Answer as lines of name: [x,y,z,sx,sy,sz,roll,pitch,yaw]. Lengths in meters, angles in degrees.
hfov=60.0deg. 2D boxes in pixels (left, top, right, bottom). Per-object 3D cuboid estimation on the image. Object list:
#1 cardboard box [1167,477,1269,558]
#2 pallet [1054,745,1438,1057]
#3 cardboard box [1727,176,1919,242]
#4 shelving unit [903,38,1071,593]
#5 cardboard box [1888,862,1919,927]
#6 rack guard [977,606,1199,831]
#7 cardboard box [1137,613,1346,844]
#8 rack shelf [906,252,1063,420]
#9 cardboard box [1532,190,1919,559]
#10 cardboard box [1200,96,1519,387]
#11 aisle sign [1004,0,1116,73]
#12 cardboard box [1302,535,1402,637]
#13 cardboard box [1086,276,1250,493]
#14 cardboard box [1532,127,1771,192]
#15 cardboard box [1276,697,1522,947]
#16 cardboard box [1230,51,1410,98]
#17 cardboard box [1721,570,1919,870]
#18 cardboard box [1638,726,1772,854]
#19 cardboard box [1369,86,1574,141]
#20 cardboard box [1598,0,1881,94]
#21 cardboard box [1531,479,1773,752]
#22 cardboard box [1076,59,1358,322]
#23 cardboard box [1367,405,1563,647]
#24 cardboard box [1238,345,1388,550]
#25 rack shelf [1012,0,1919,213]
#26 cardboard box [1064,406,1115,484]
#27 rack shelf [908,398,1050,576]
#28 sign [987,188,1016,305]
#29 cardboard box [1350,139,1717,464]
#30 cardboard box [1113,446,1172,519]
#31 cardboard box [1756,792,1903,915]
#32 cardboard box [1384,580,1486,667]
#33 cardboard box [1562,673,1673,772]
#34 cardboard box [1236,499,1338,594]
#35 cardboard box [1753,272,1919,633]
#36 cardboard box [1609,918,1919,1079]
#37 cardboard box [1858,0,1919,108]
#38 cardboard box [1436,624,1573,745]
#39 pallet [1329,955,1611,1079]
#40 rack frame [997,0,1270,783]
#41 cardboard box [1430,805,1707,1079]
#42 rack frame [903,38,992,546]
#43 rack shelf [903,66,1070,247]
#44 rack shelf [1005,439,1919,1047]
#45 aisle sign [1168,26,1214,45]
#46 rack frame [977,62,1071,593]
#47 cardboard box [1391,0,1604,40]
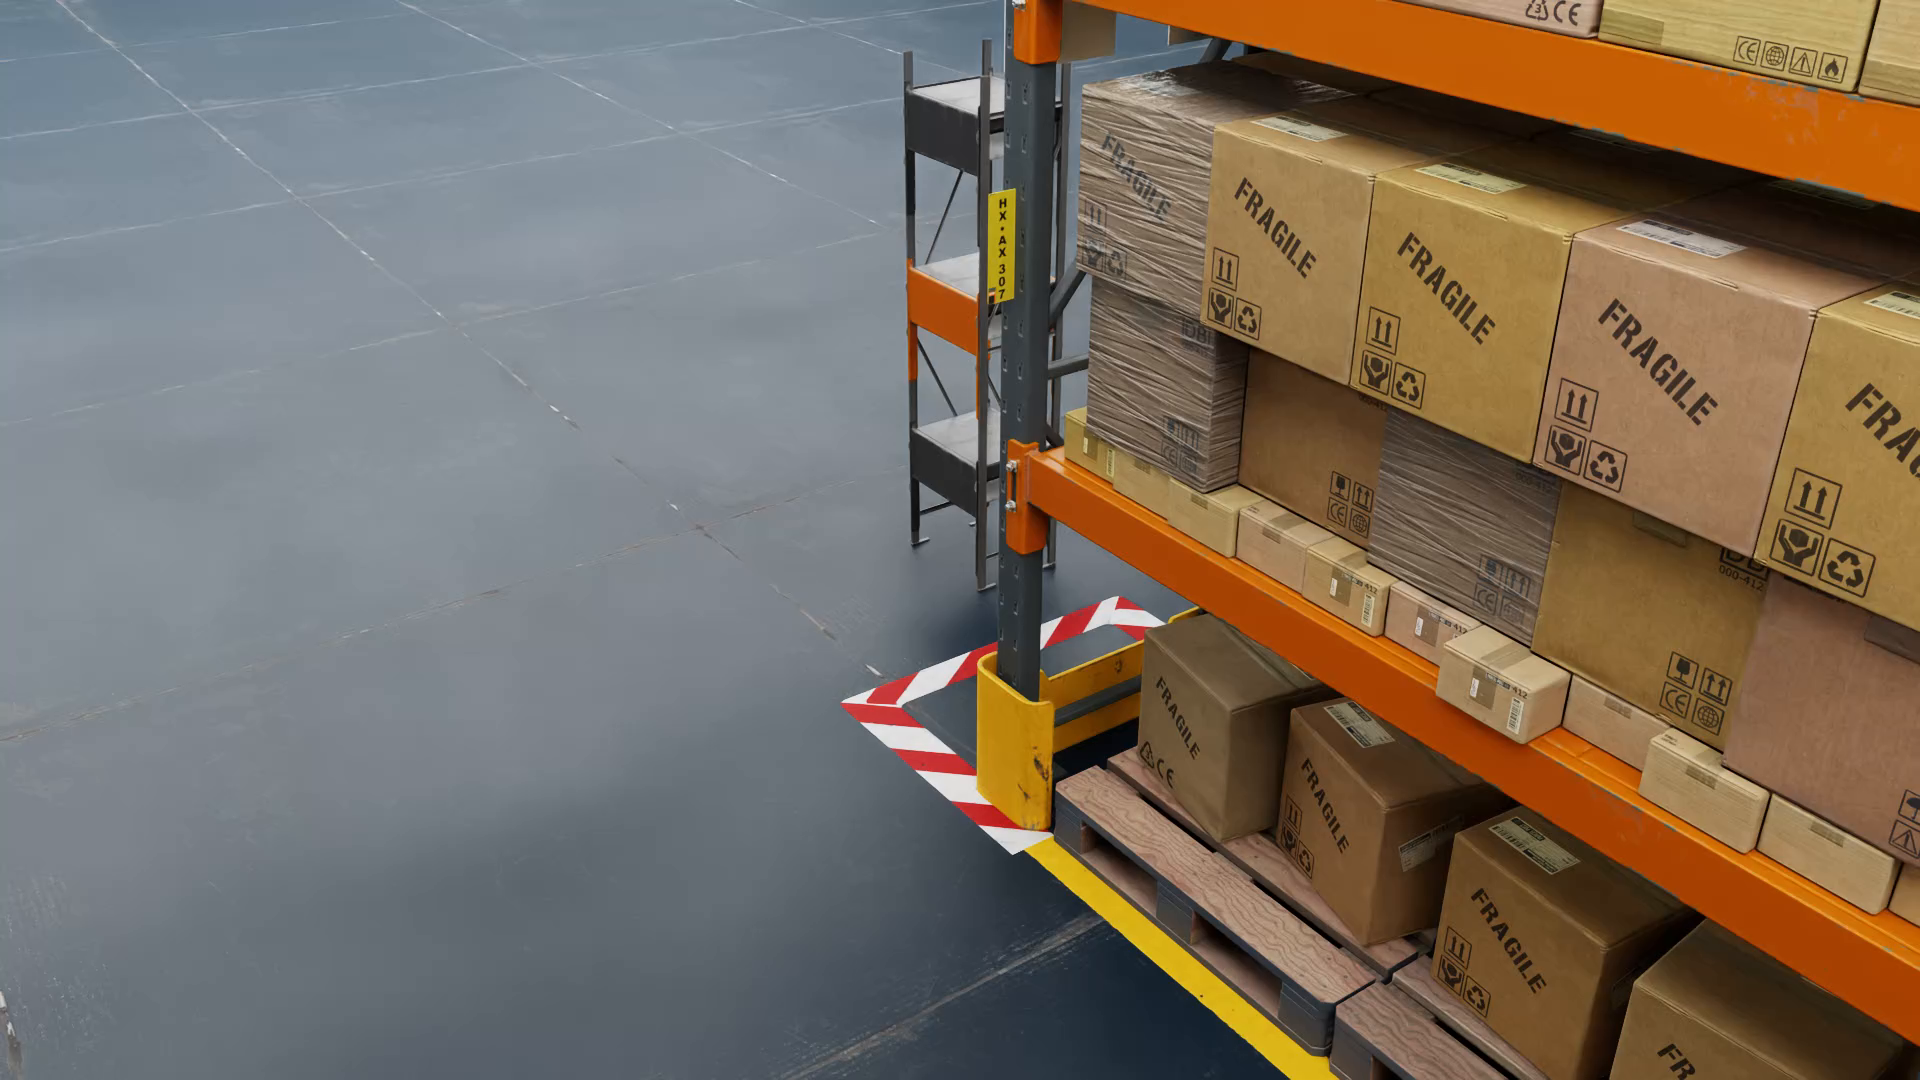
cardboard box: [0.796,-0.113,4.578,0.380,0.149,0.250,-19,34,-31]
pallet: [1.049,0.977,5.231,1.003,0.211,1.213,-19,34,-31]
cardboard box: [1.949,-0.488,3.542,0.500,0.500,0.500,-19,34,-31]
shelving unit: [0.096,-0.858,6.630,0.431,2.100,0.503,-19,34,-31]
cardboard box: [2.012,0.646,3.182,0.380,0.149,0.250,-19,34,-31]
rack guard: [0.607,0.524,5.761,1.175,0.500,0.348,-19,34,-31]
cardboard box: [0.911,0.557,5.260,0.500,0.500,0.500,-12,31,-22]
rack shelf: [0.096,-0.846,6.637,0.431,0.518,0.480,-19,34,-31]
cardboard box: [1.530,-0.346,3.280,0.500,0.500,0.500,-19,34,-31]
cardboard box: [0.944,-0.732,3.992,0.500,0.500,0.500,-19,34,-31]
aisle sign: [0.283,-1.687,4.490,0.394,0.787,0.004,-19,34,-31]
cardboard box: [1.097,0.078,4.227,0.380,0.149,0.250,-19,34,-31]
cardboard box: [0.860,-0.557,4.717,0.875,0.500,0.500,-19,34,-31]
cardboard box: [1.666,-0.685,3.904,0.500,0.500,0.500,-19,34,-31]
cardboard box: [1.286,0.780,4.850,0.500,0.500,0.500,-10,30,-18]
cardboard box: [1.083,-1.073,4.618,0.500,0.500,0.500,-19,34,-31]
cardboard box: [2.039,0.214,3.297,0.875,0.500,0.500,-19,34,-31]
cardboard box: [1.661,0.472,3.501,0.380,0.149,0.250,-19,34,-31]
cardboard box: [1.378,-0.880,4.263,0.500,0.500,0.500,-19,34,-31]
cardboard box: [1.526,-1.004,2.970,0.500,0.250,0.500,-18,33,-29]
cardboard box: [1.783,0.008,3.676,0.875,0.500,0.500,-19,34,-31]
cardboard box: [0.660,-0.929,4.353,0.500,0.500,0.500,-19,34,-31]
cardboard box: [1.502,-0.190,4.040,0.875,0.500,0.500,-19,34,-31]
cardboard box: [1.247,-0.396,4.420,0.875,0.500,0.500,-19,34,-31]
rack shelf: [1.723,-0.829,3.243,1.077,0.370,4.000,-19,34,-31]
cardboard box: [0.534,-0.317,4.954,0.380,0.149,0.250,-19,34,-31]
rack shelf: [0.096,-0.231,6.971,0.431,0.518,0.480,-19,34,-31]
sign: [0.121,-0.834,4.736,0.100,0.325,0.005,-19,34,-31]
cardboard box: [1.235,-0.538,3.634,0.500,0.500,0.500,-19,34,-31]
cardboard box: [0.663,-0.214,4.765,0.380,0.149,0.250,-19,34,-31]
cardboard box: [1.834,0.560,3.340,0.380,0.149,0.250,-19,34,-31]
cardboard box: [1.265,0.167,4.062,0.380,0.149,0.250,-19,34,-31]
cardboard box: [1.578,0.354,3.719,0.380,0.149,0.250,-19,34,-31]
cardboard box: [0.958,-0.022,4.410,0.380,0.149,0.250,-19,34,-31]
cardboard box: [1.818,-0.150,2.920,0.500,0.500,0.500,-19,34,-31]
cardboard box: [1.921,1.258,3.969,0.500,0.500,0.500,-22,36,-35]
cardboard box: [1.812,-0.809,2.610,0.500,0.250,0.500,-19,34,-31]
cardboard box: [1.325,0.293,3.830,0.380,0.149,0.250,-19,34,-31]
pallet: [1.753,1.450,4.358,1.003,0.211,1.213,-19,34,-31]
rack frame: [0.563,-0.604,5.219,1.000,3.000,0.127,-19,34,-31]
cardboard box: [1.634,1.029,4.392,0.500,0.500,0.500,-15,32,-26]
rack frame: [-0.046,-0.953,6.805,0.400,2.100,0.015,-19,34,-31]
rack shelf: [0.096,-1.462,6.303,0.431,0.518,0.480,-19,34,-31]
rack shelf: [1.723,0.490,3.959,1.077,0.370,4.000,-19,34,-31]
aisle sign: [0.771,-1.854,4.796,0.394,0.787,0.004,-19,34,-31]
rack frame: [0.238,-0.763,6.456,0.400,2.100,0.015,-19,34,-31]
cardboard box: [1.220,-1.205,3.340,0.500,0.250,0.500,-19,34,-31]
